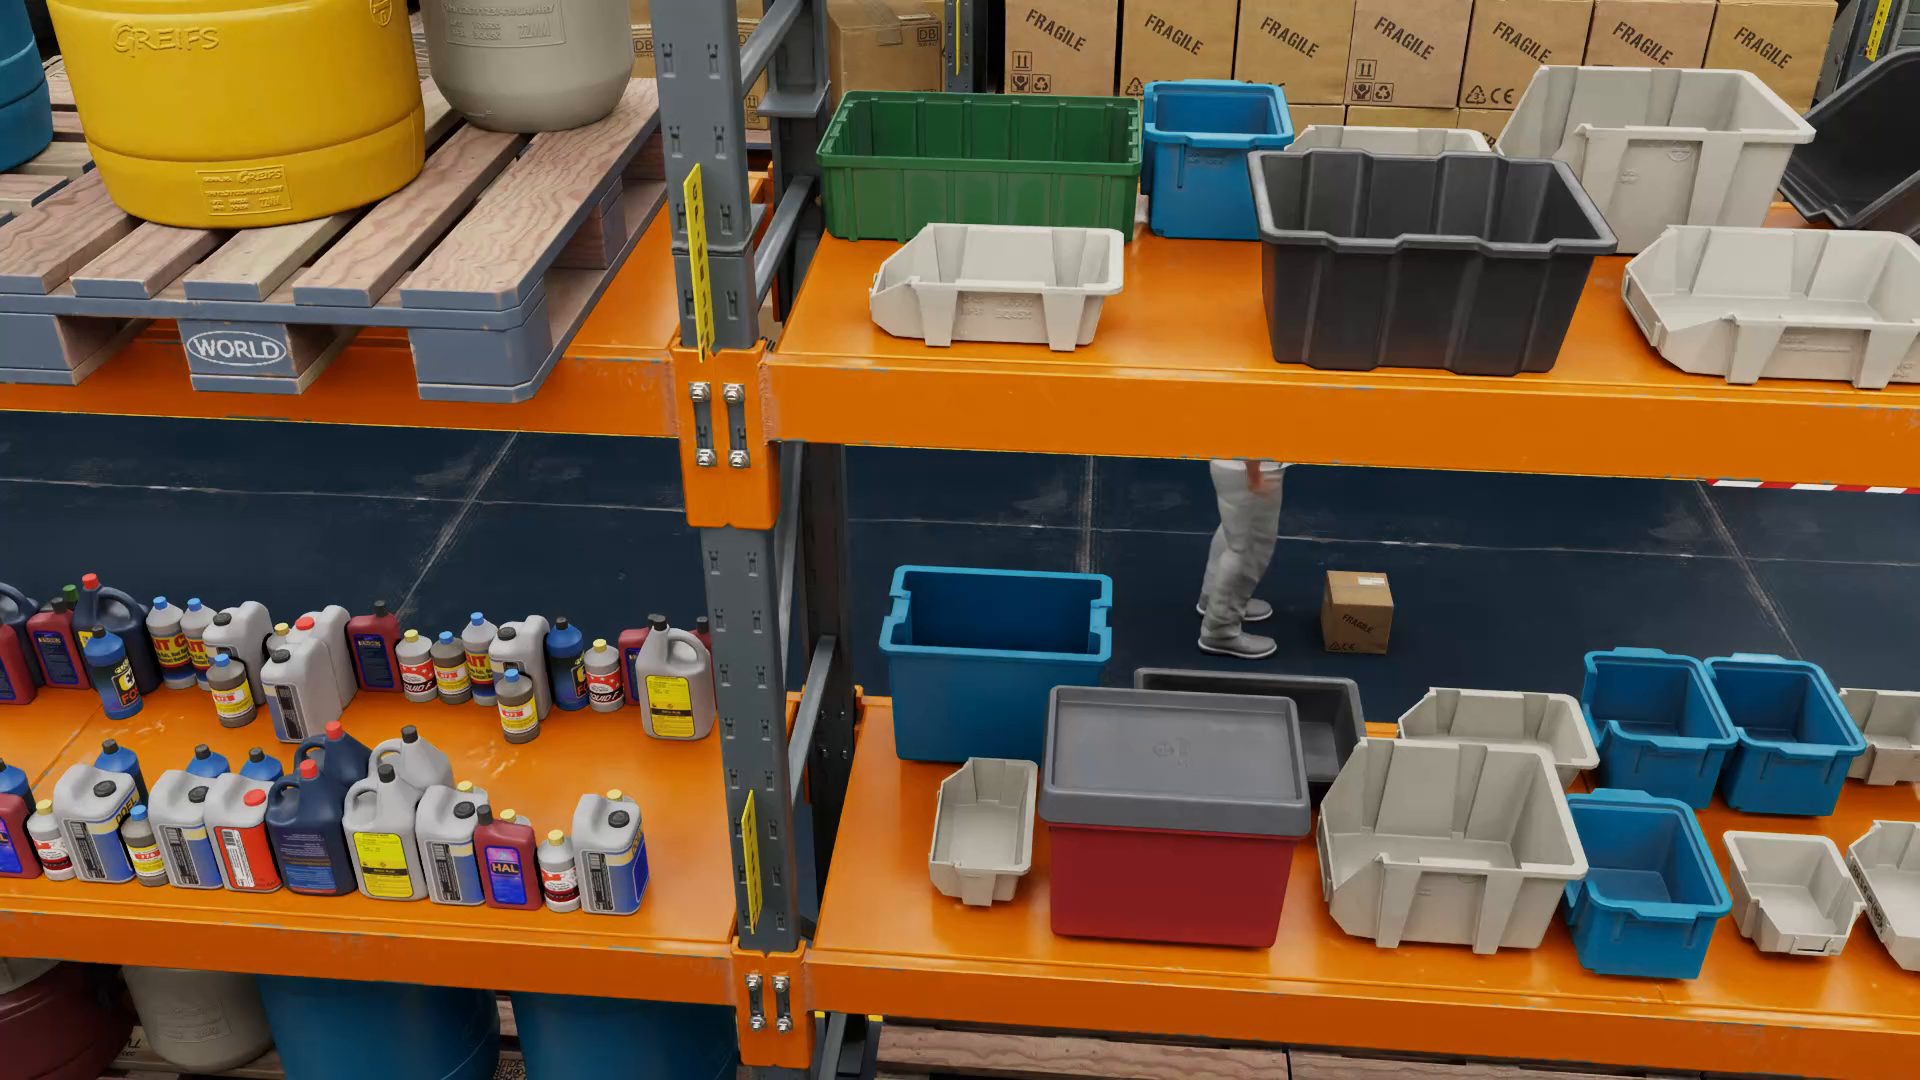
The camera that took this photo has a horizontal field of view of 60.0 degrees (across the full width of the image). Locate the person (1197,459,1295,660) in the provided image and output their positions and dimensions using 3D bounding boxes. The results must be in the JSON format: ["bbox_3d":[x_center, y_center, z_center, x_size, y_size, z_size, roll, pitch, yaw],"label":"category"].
[{"bbox_3d":[1.177,-0.357,6.722,0.391,1.740,0.530,3,32,5],"label":"person"}]
